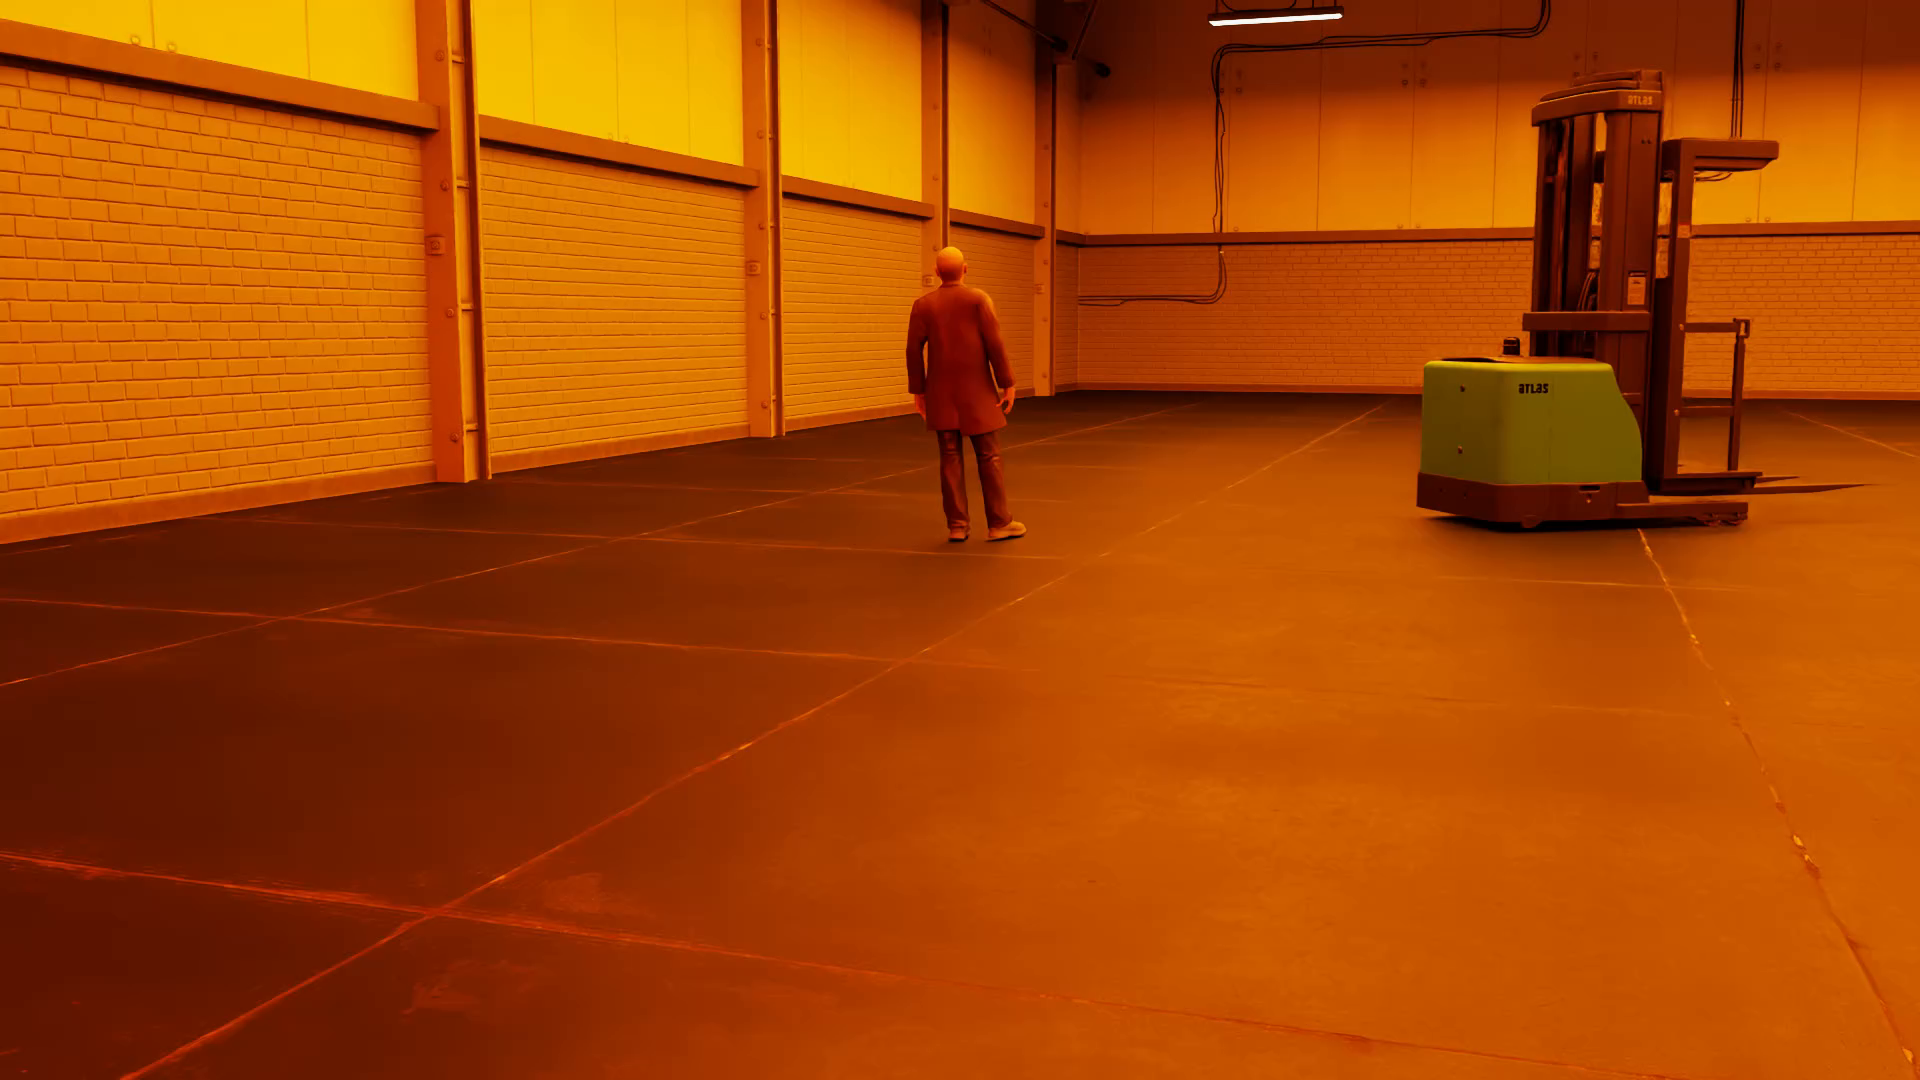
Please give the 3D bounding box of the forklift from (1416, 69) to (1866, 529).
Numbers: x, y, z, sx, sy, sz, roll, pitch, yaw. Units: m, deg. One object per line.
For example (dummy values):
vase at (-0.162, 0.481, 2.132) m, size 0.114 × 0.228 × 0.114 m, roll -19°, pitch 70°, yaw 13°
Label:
forklift at (4.728, -1.607, 11.269) m, size 3.031 × 2.935 × 1.130 m, roll -2°, pitch 8°, yaw -15°

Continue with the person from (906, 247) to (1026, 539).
person at (0.034, -0.899, 10.242) m, size 0.696 × 1.775 × 0.582 m, roll 3°, pitch 8°, yaw 19°
